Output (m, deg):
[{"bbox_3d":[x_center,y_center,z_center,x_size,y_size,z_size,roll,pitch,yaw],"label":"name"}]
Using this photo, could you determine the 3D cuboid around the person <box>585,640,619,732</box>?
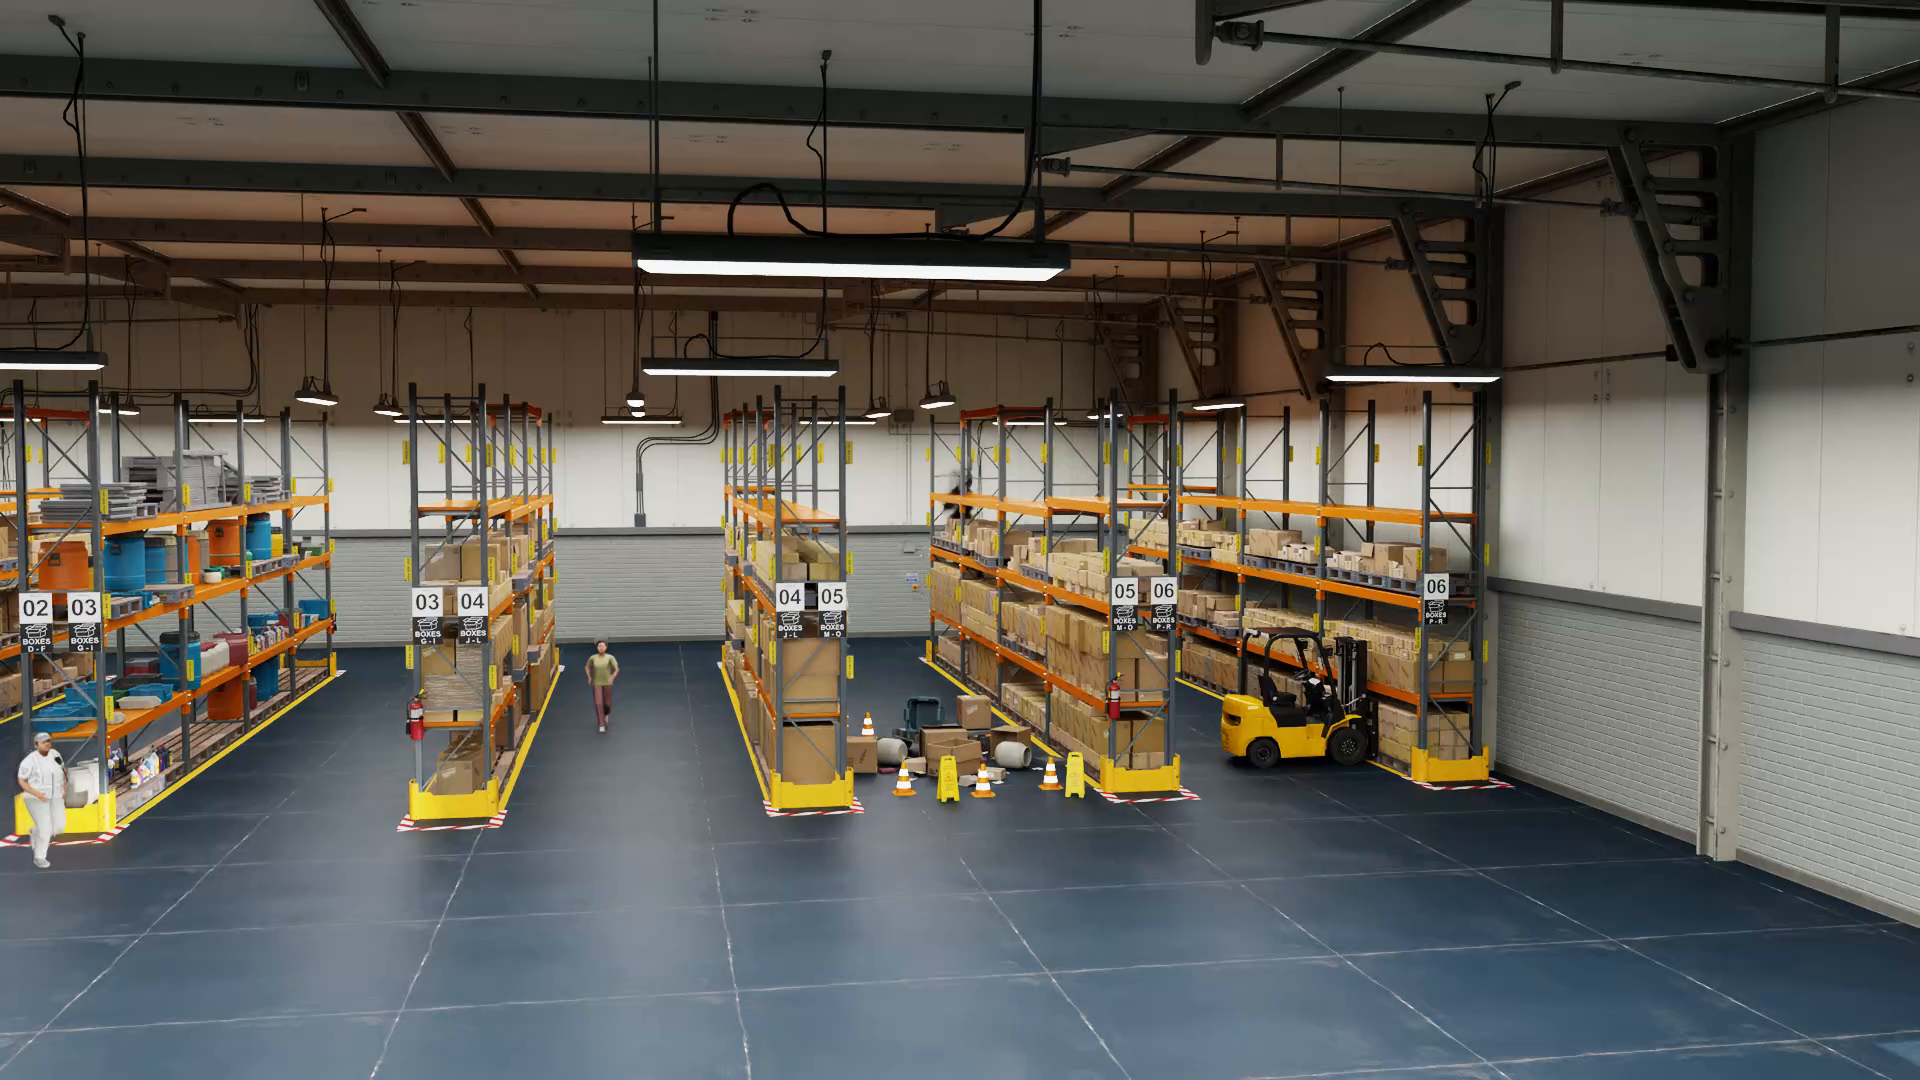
[{"bbox_3d":[-6.529,2.645,30.329,0.610,1.629,0.831,-1,3,-11],"label":"person"}]

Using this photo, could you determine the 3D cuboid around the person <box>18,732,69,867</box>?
[{"bbox_3d":[-11.255,3.165,20.409,0.622,1.641,0.633,2,3,28],"label":"person"}]
